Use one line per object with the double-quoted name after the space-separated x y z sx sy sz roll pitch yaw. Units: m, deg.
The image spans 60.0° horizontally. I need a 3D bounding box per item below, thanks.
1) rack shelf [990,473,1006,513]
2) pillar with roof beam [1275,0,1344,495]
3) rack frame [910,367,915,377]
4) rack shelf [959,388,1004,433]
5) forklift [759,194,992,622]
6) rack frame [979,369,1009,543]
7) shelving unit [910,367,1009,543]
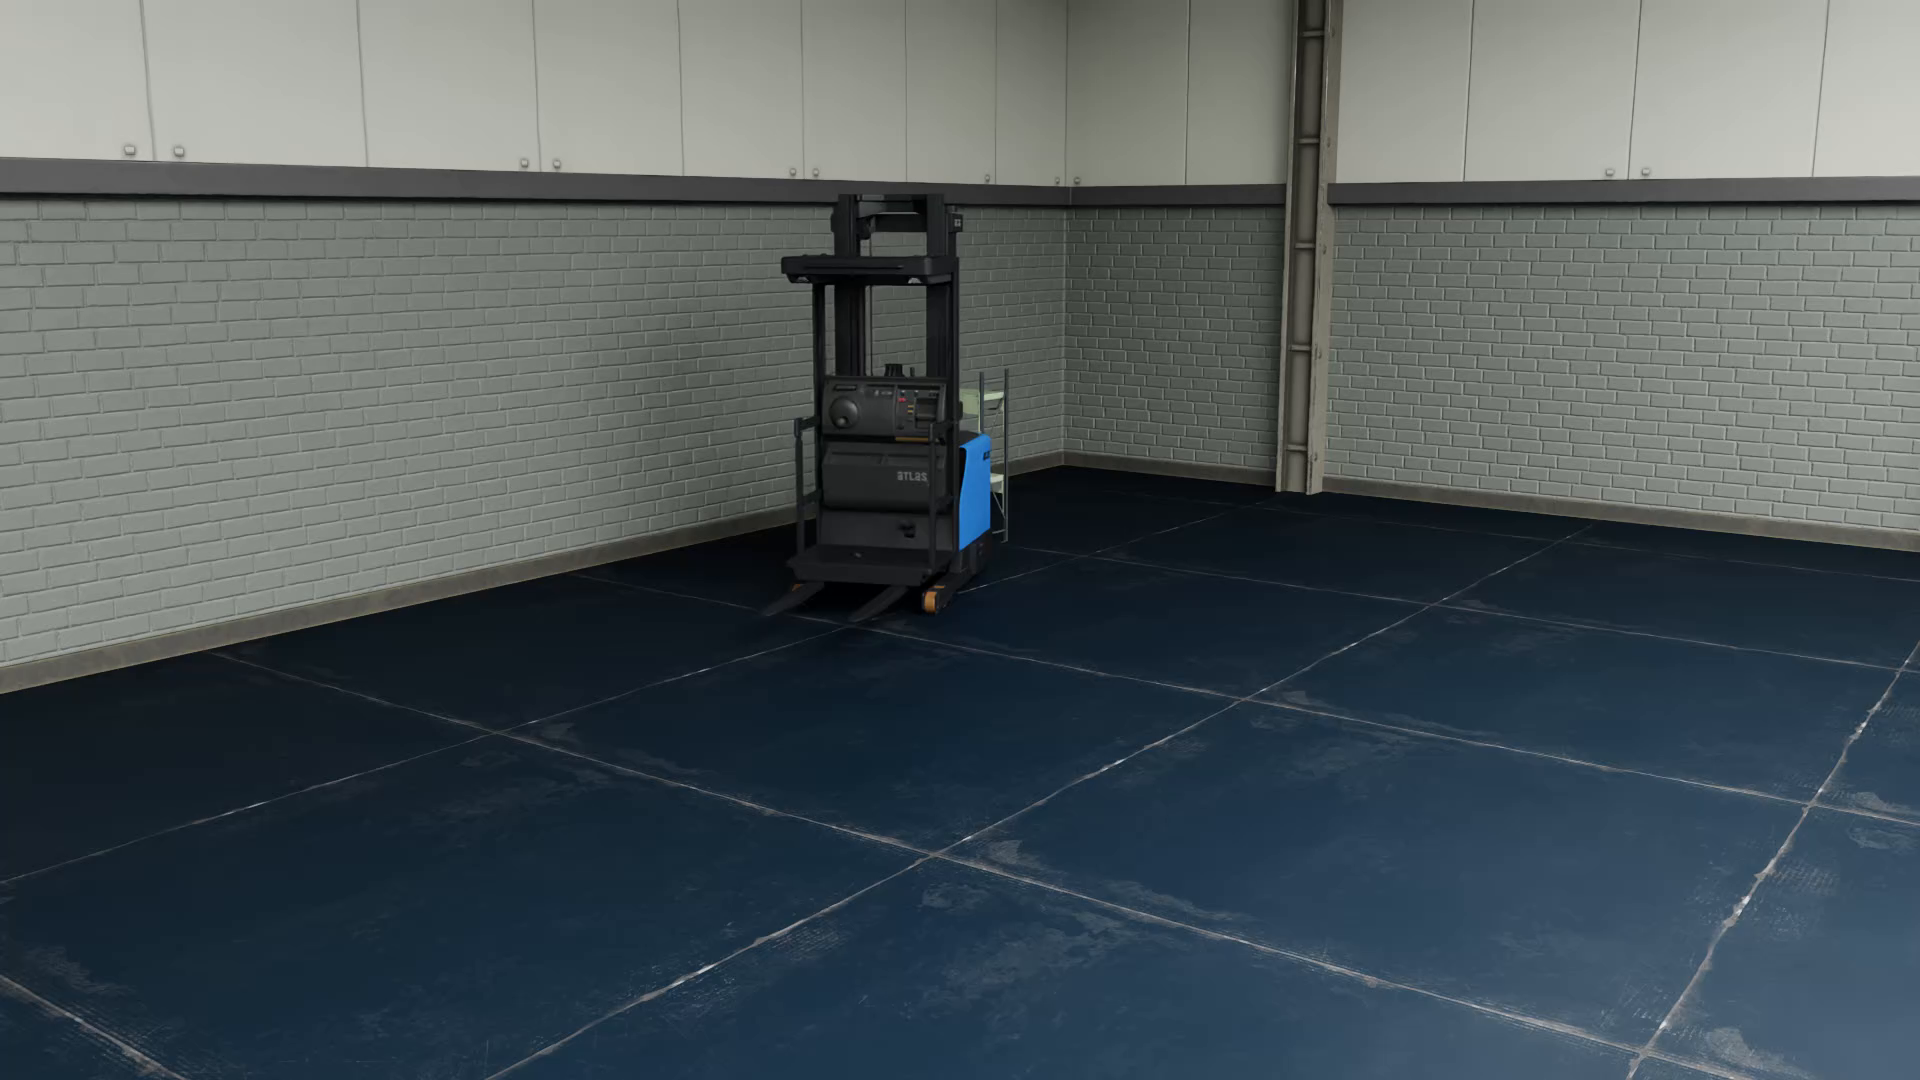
-0.005 -0.417 14.453 0.720 0.370 0.431 8 13 36 "rack shelf"
0.947 -4.264 12.881 0.400 9.000 9.100 8 13 36 "pillar with roof beam"
-0.300 -0.778 14.604 0.023 1.500 0.400 8 13 36 "rack frame"
-0.005 -1.120 14.317 0.720 0.370 0.431 8 13 36 "rack shelf"
-0.606 -0.994 11.951 1.130 2.935 3.031 3 11 14 "forklift"
0.290 -0.696 14.178 0.023 1.500 0.400 8 13 36 "rack frame"
-0.005 -0.737 14.391 0.755 1.500 0.431 8 13 36 "shelving unit"
